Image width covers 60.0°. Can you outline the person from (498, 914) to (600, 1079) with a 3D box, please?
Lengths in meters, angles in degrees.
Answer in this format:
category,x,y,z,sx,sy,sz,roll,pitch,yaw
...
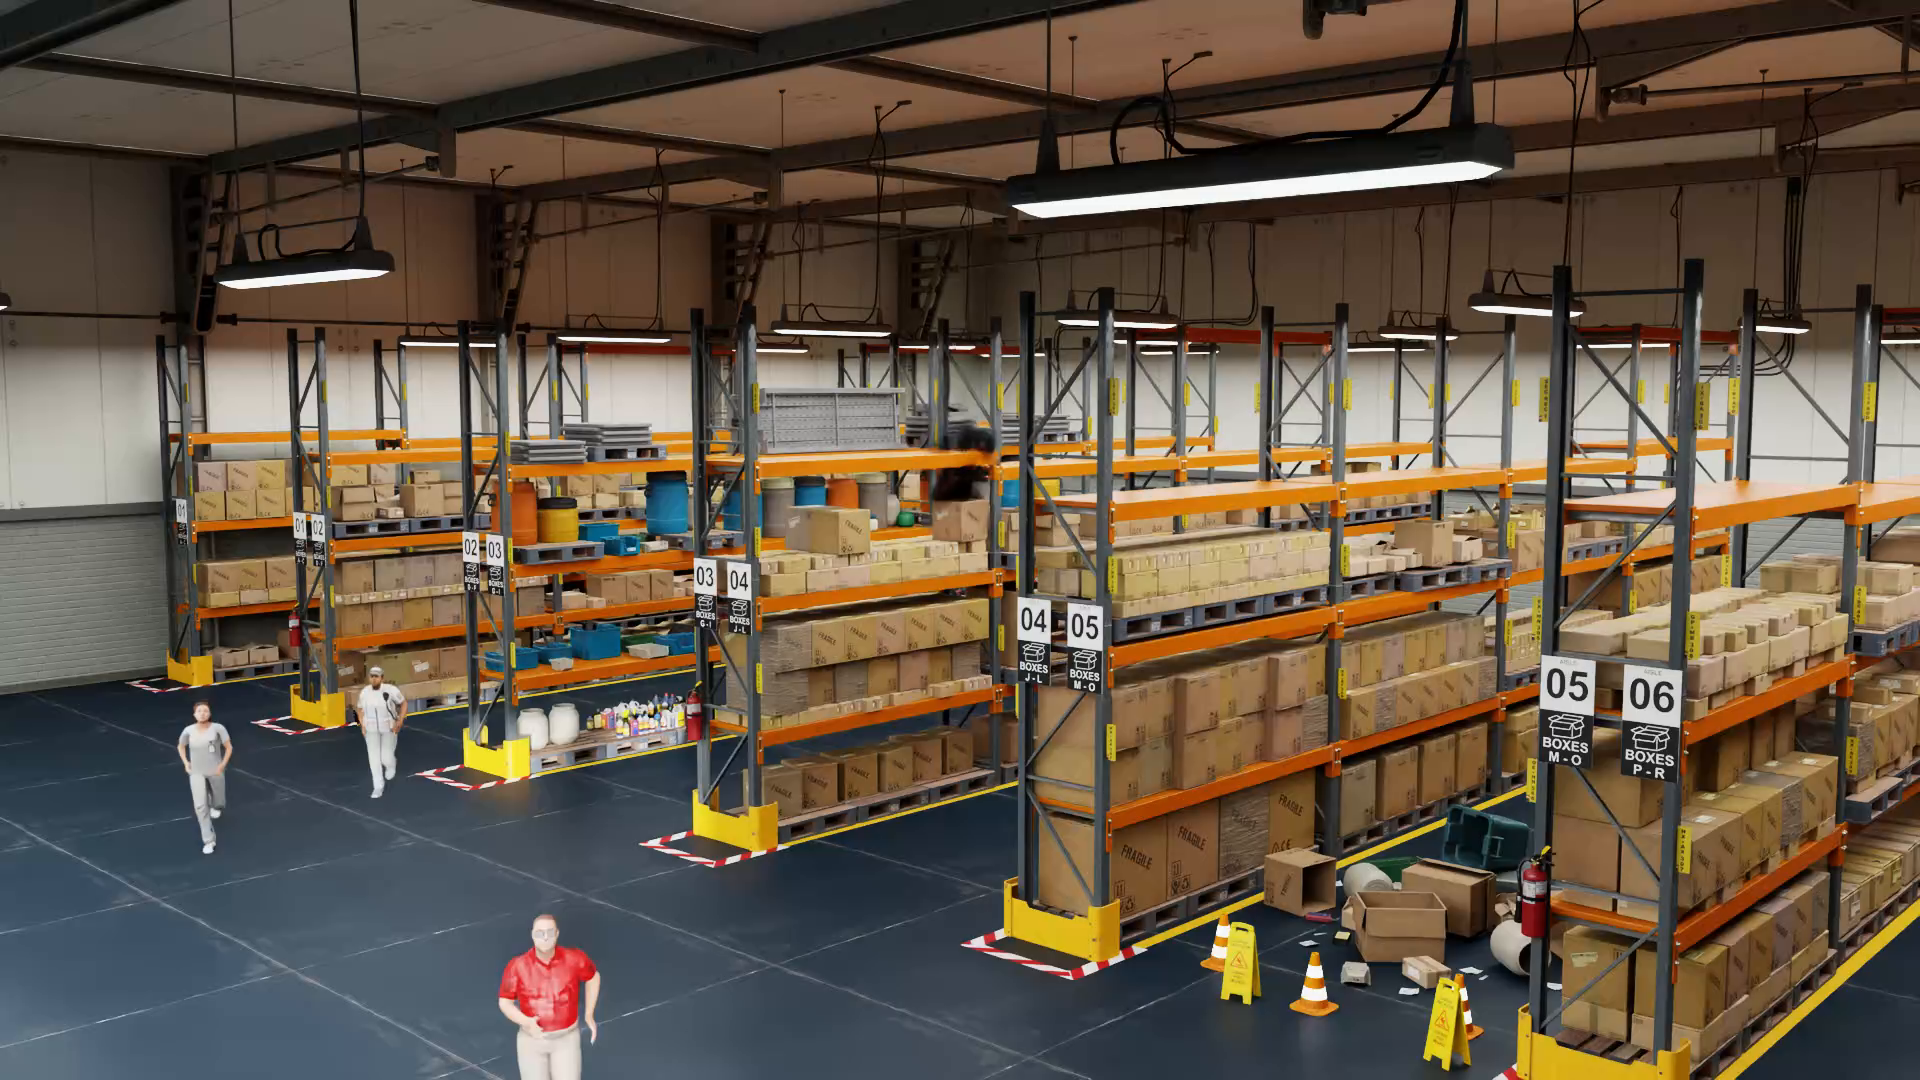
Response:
category,x,y,z,sx,sy,sz,roll,pitch,yaw
person,-2.681,3.302,10.887,0.651,1.682,0.607,-1,5,-12

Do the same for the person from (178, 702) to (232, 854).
category,x,y,z,sx,sy,sz,roll,pitch,yaw
person,-8.467,2.620,18.681,0.557,1.644,0.933,-3,6,-26

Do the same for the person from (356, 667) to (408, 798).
category,x,y,z,sx,sy,sz,roll,pitch,yaw
person,-7.290,2.393,20.993,0.615,1.637,0.592,-1,5,-7
